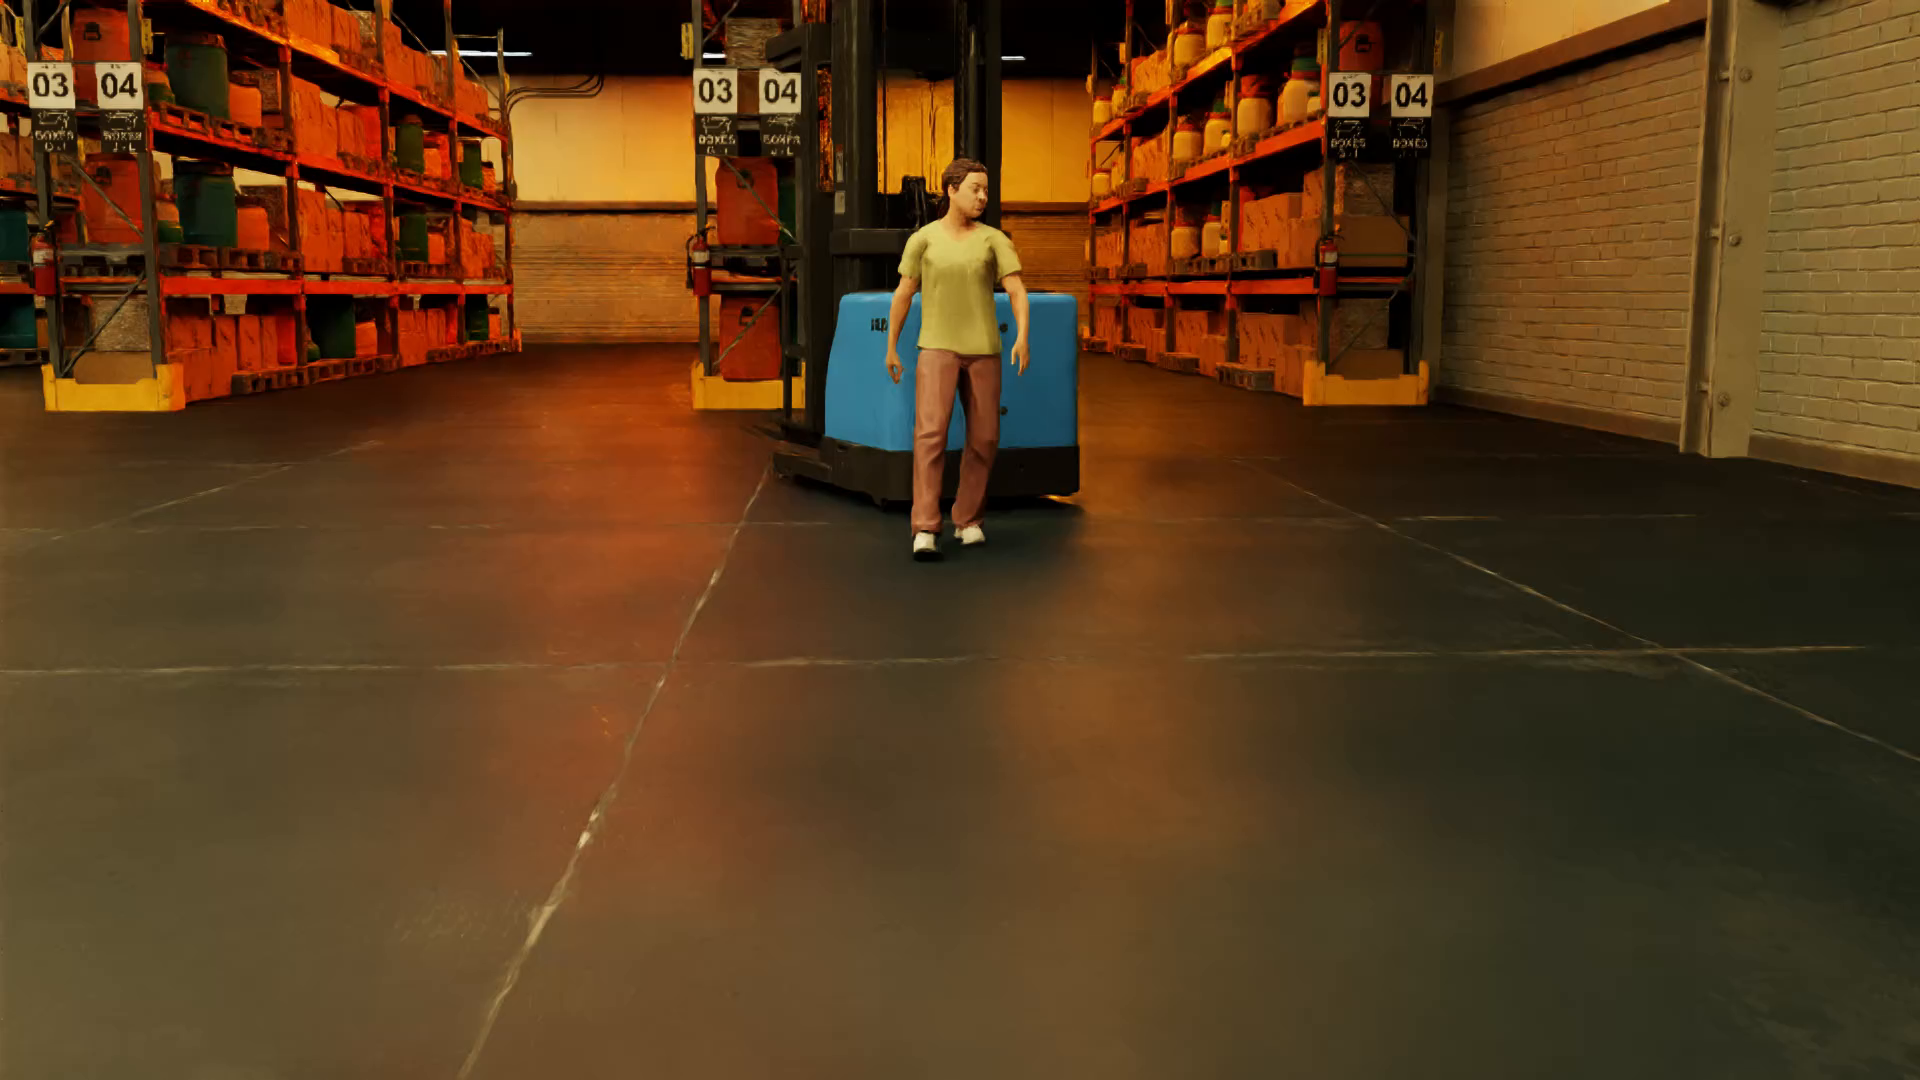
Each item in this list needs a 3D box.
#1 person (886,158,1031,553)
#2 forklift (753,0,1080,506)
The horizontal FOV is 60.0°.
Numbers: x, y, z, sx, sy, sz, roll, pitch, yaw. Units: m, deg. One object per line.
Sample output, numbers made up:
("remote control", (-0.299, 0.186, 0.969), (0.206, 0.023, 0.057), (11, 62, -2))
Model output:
("person", (-0.002, -0.771, 6.950), (0.586, 1.638, 0.713), (-1, 9, -8))
("forklift", (-0.440, -1.797, 9.436), (1.130, 2.935, 3.031), (-4, 9, -23))
